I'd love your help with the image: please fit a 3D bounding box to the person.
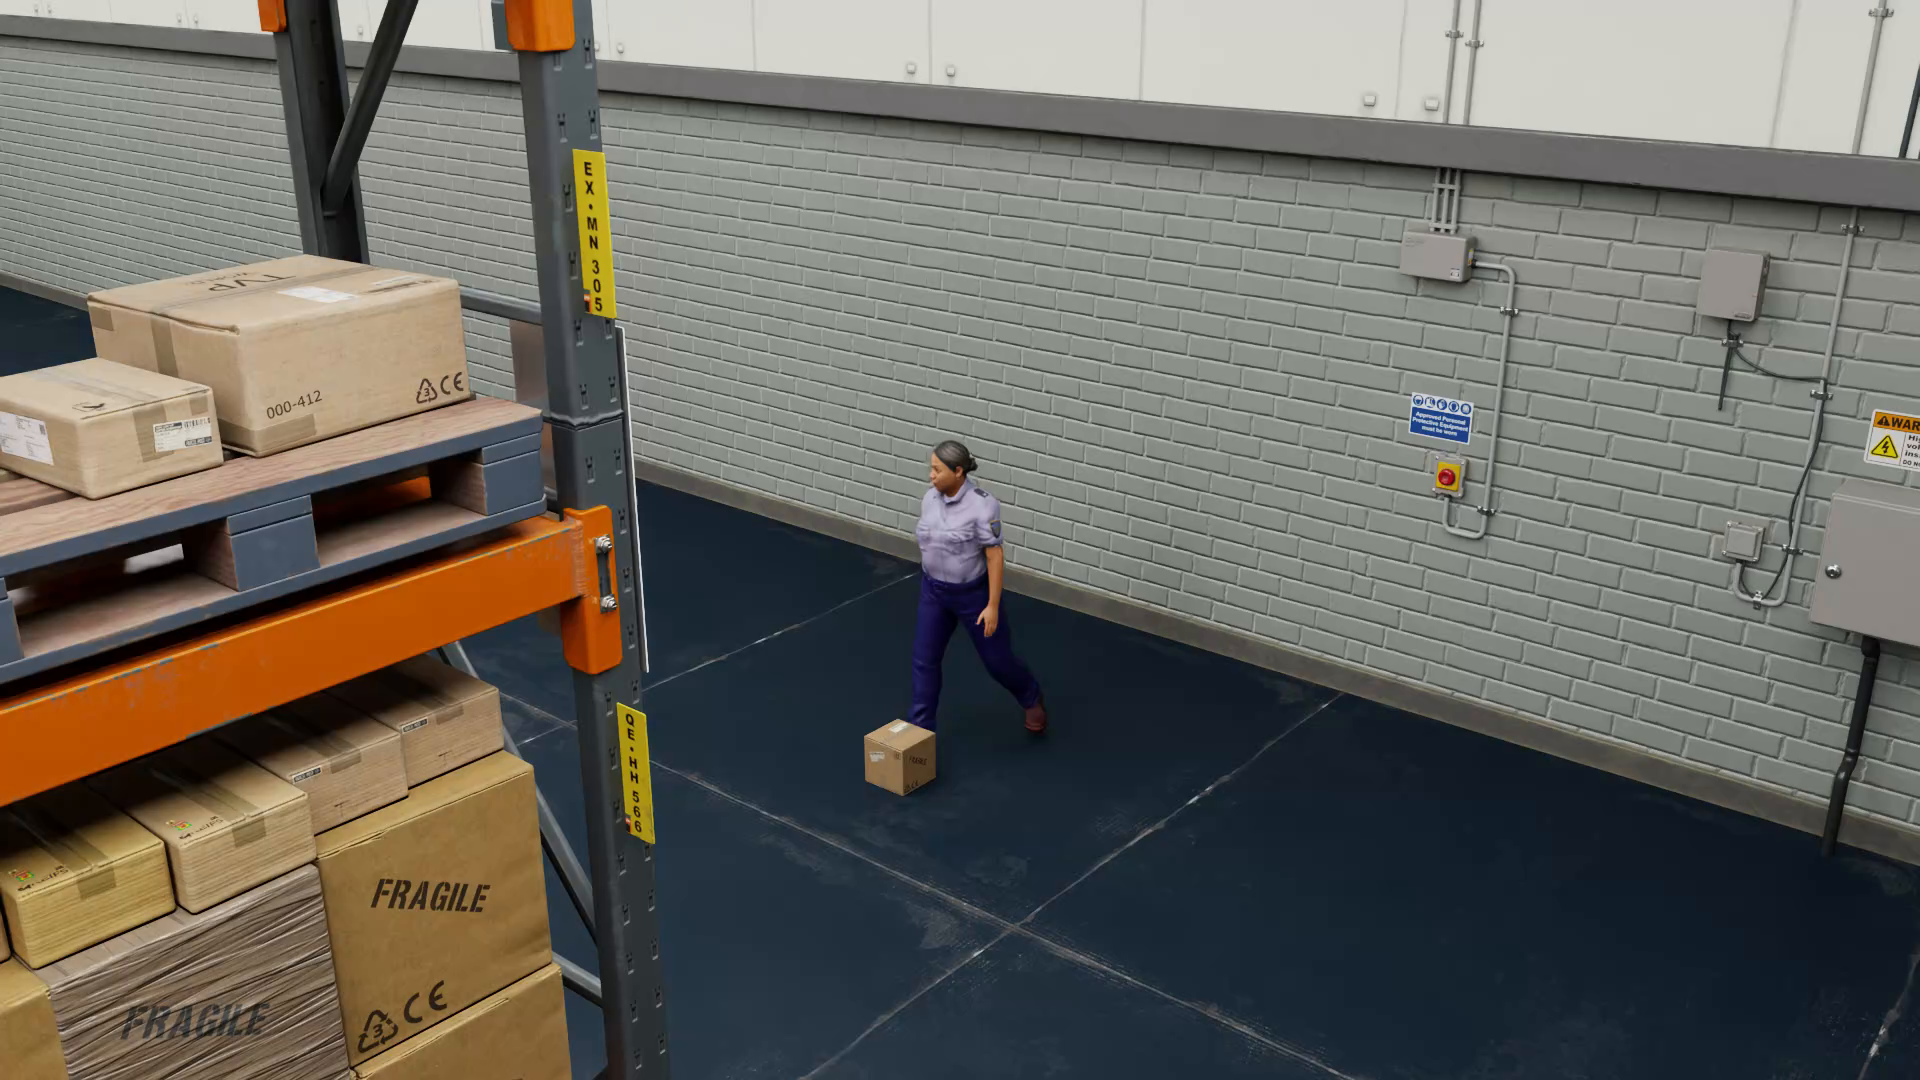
[{"bbox_3d":[0.055,0.285,8.306,0.604,1.626,0.854,13,24,32],"label":"person"}]
